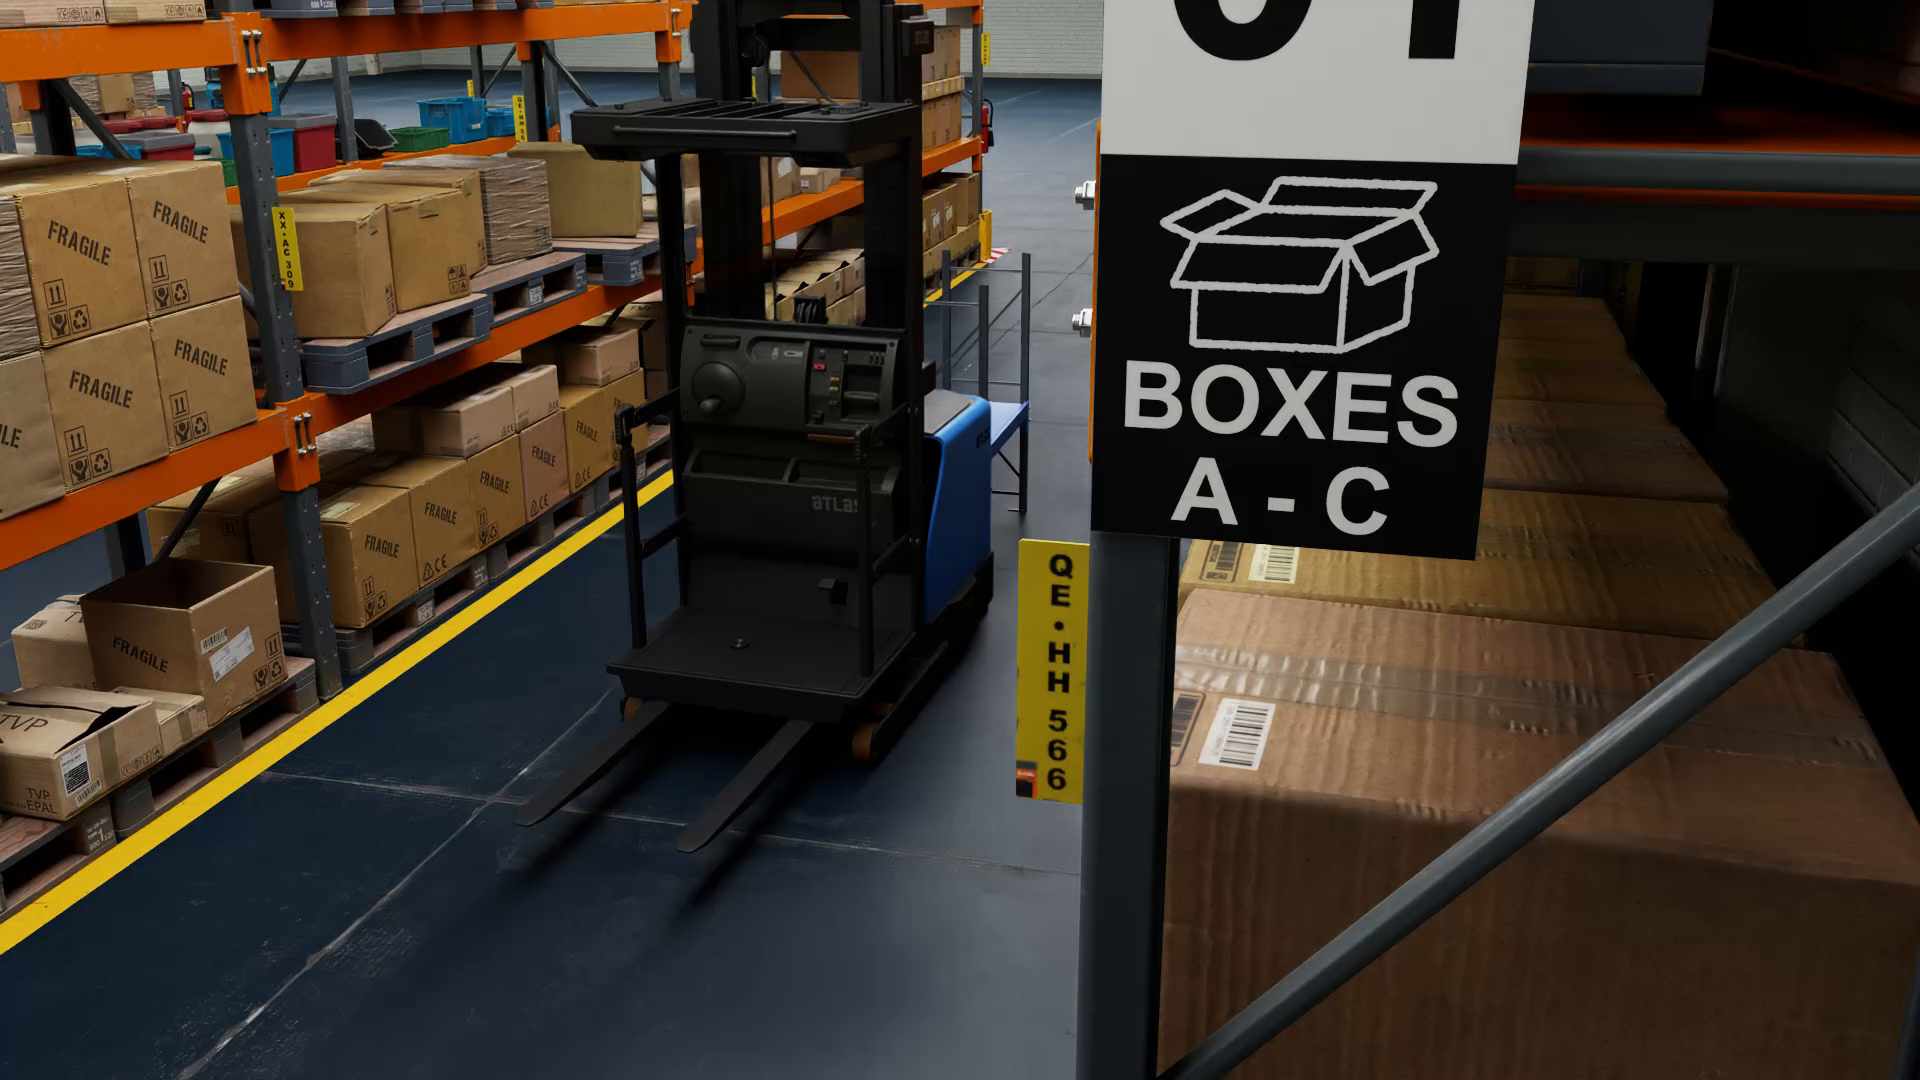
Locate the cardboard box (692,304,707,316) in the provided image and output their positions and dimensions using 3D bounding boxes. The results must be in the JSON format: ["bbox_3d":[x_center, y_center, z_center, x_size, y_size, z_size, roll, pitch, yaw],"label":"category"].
[{"bbox_3d":[-1.678,-1.503,11.683,0.500,0.311,0.500,4,19,12],"label":"cardboard box"}]

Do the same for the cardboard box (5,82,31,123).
[{"bbox_3d":[-10.489,-4.713,17.732,0.875,0.500,0.500,5,19,13],"label":"cardboard box"}]

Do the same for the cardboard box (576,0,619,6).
[{"bbox_3d":[-2.410,-3.201,9.123,0.910,0.500,0.500,5,19,13],"label":"cardboard box"}]

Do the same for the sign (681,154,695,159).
[{"bbox_3d":[-1.683,-2.504,10.209,0.100,0.325,0.005,5,19,13],"label":"sign"}]

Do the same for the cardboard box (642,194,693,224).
[{"bbox_3d":[-2.080,-2.102,10.838,0.500,0.311,0.500,6,20,17],"label":"cardboard box"}]

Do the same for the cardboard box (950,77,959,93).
[{"bbox_3d":[-0.228,-4.678,17.085,0.380,0.149,0.250,5,20,15],"label":"cardboard box"}]

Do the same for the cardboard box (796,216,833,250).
[{"bbox_3d":[-1.199,-2.858,15.358,0.500,0.500,0.500,5,19,13],"label":"cardboard box"}]

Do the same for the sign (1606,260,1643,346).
[{"bbox_3d":[2.154,-0.793,5.408,0.100,0.325,0.005,5,19,13],"label":"sign"}]

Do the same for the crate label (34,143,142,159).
[{"bbox_3d":[-6.509,-2.733,12.492,0.502,0.435,0.616,5,19,13],"label":"crate label"}]

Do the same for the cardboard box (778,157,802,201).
[{"bbox_3d":[-1.566,-2.930,12.970,0.500,0.500,0.500,6,20,17],"label":"cardboard box"}]

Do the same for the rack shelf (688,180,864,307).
[{"bbox_3d":[-1.723,-2.320,12.452,1.077,0.370,4.000,5,19,13],"label":"rack shelf"}]

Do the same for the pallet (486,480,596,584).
[{"bbox_3d":[-2.731,-0.102,9.158,1.003,0.211,1.213,5,19,13],"label":"pallet"}]

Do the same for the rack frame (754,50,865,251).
[{"bbox_3d":[-1.234,-3.287,14.171,1.000,3.000,0.127,5,19,13],"label":"rack frame"}]

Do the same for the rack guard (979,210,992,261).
[{"bbox_3d":[-0.251,-3.365,18.267,1.175,0.500,0.348,5,19,13],"label":"rack guard"}]

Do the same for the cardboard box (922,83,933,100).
[{"bbox_3d":[-0.480,-4.354,16.137,0.380,0.149,0.250,5,20,15],"label":"cardboard box"}]

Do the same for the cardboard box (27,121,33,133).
[{"bbox_3d":[-10.141,-4.467,18.012,0.380,0.149,0.250,5,19,13],"label":"cardboard box"}]

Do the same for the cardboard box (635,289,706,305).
[{"bbox_3d":[-2.075,-1.701,12.265,0.500,0.311,0.500,5,19,13],"label":"cardboard box"}]

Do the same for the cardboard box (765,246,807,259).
[{"bbox_3d":[-1.577,-2.340,14.135,0.500,0.311,0.500,5,19,14],"label":"cardboard box"}]

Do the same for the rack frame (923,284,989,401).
[{"bbox_3d":[-0.103,-0.577,8.557,0.500,1.500,0.032,5,19,13],"label":"rack frame"}]

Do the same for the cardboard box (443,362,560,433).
[{"bbox_3d":[-2.468,-0.763,8.807,0.500,0.250,0.500,4,19,12],"label":"cardboard box"}]

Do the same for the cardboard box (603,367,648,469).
[{"bbox_3d":[-2.212,-0.747,9.921,0.500,0.500,0.500,5,20,16],"label":"cardboard box"}]

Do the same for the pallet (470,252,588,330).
[{"bbox_3d":[-2.682,-1.333,8.745,1.003,0.211,1.213,5,19,13],"label":"pallet"}]

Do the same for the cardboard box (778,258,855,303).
[{"bbox_3d":[-1.176,-2.137,13.540,0.500,0.311,0.500,5,20,15],"label":"cardboard box"}]

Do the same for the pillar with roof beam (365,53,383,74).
[{"bbox_3d":[-13.826,-18.253,48.704,9.100,9.000,0.400,5,19,13],"label":"pillar with roof beam"}]

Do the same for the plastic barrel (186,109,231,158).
[{"bbox_3d":[-6.483,-3.461,14.470,0.433,0.535,0.433,0,19,0],"label":"plastic barrel"}]

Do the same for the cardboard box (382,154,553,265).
[{"bbox_3d":[-2.665,-1.802,9.017,0.700,0.500,0.500,9,21,24],"label":"cardboard box"}]

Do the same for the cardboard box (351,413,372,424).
[{"bbox_3d":[-2.972,-0.453,9.061,0.500,0.500,0.500,4,19,12],"label":"cardboard box"}]

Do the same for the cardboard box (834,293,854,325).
[{"bbox_3d":[-1.180,-1.873,13.636,0.500,0.250,0.500,4,19,13],"label":"cardboard box"}]

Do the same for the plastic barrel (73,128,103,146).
[{"bbox_3d":[-6.867,-2.950,13.011,0.421,0.512,0.421,0,19,0],"label":"plastic barrel"}]

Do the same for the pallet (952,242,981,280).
[{"bbox_3d":[-0.403,-2.978,17.581,1.003,0.211,1.213,5,19,13],"label":"pallet"}]

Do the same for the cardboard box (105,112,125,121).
[{"bbox_3d":[-9.880,-4.862,19.170,0.380,0.149,0.250,5,19,13],"label":"cardboard box"}]

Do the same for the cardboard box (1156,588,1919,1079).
[{"bbox_3d":[0.753,0.562,2.439,0.980,0.700,0.700,6,20,16],"label":"cardboard box"}]

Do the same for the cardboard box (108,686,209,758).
[{"bbox_3d":[-3.086,0.684,6.273,0.380,0.149,0.250,5,19,13],"label":"cardboard box"}]

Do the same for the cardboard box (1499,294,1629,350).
[{"bbox_3d":[1.467,-0.363,5.145,0.980,0.700,0.700,5,19,14],"label":"cardboard box"}]

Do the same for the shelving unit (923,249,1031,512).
[{"bbox_3d":[0.021,-0.736,9.023,0.538,1.500,1.048,5,19,13],"label":"shelving unit"}]

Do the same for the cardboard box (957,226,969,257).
[{"bbox_3d":[-0.212,-3.089,17.196,0.500,0.250,0.500,5,19,13],"label":"cardboard box"}]

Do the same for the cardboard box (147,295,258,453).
[{"bbox_3d":[-3.062,-0.650,6.295,0.500,0.500,0.500,5,19,14],"label":"cardboard box"}]

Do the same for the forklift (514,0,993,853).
[{"bbox_3d":[-0.759,-0.646,6.544,1.130,2.935,3.031,6,20,16],"label":"forklift"}]

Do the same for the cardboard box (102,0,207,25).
[{"bbox_3d":[-3.050,-1.955,5.861,0.500,0.250,0.500,5,19,13],"label":"cardboard box"}]

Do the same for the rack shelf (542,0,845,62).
[{"bbox_3d":[-1.723,-3.739,11.967,1.077,0.370,4.000,5,19,13],"label":"rack shelf"}]

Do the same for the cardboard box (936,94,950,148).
[{"bbox_3d":[-0.507,-4.278,16.917,0.700,0.500,0.500,5,20,15],"label":"cardboard box"}]

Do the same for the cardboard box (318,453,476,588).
[{"bbox_3d":[-2.715,-0.105,8.042,0.500,0.500,0.500,5,19,14],"label":"cardboard box"}]

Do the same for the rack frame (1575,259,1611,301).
[{"bbox_3d":[1.616,-0.390,5.688,1.000,3.000,0.127,5,19,13],"label":"rack frame"}]

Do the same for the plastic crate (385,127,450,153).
[{"bbox_3d":[-5.431,-3.982,16.534,0.450,0.188,0.662,5,19,13],"label":"plastic crate"}]

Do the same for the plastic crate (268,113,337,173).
[{"bbox_3d":[-5.858,-3.534,14.794,0.402,0.464,0.583,5,19,13],"label":"plastic crate"}]

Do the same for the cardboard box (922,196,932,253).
[{"bbox_3d":[-0.573,-2.974,15.697,0.500,0.500,0.500,5,19,13],"label":"cardboard box"}]

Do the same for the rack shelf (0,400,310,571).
[{"bbox_3d":[-3.677,0.188,5.111,1.077,0.370,4.000,5,19,13],"label":"rack shelf"}]

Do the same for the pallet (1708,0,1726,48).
[{"bbox_3d":[1.106,-1.130,3.353,1.003,0.211,1.213,5,19,13],"label":"pallet"}]
